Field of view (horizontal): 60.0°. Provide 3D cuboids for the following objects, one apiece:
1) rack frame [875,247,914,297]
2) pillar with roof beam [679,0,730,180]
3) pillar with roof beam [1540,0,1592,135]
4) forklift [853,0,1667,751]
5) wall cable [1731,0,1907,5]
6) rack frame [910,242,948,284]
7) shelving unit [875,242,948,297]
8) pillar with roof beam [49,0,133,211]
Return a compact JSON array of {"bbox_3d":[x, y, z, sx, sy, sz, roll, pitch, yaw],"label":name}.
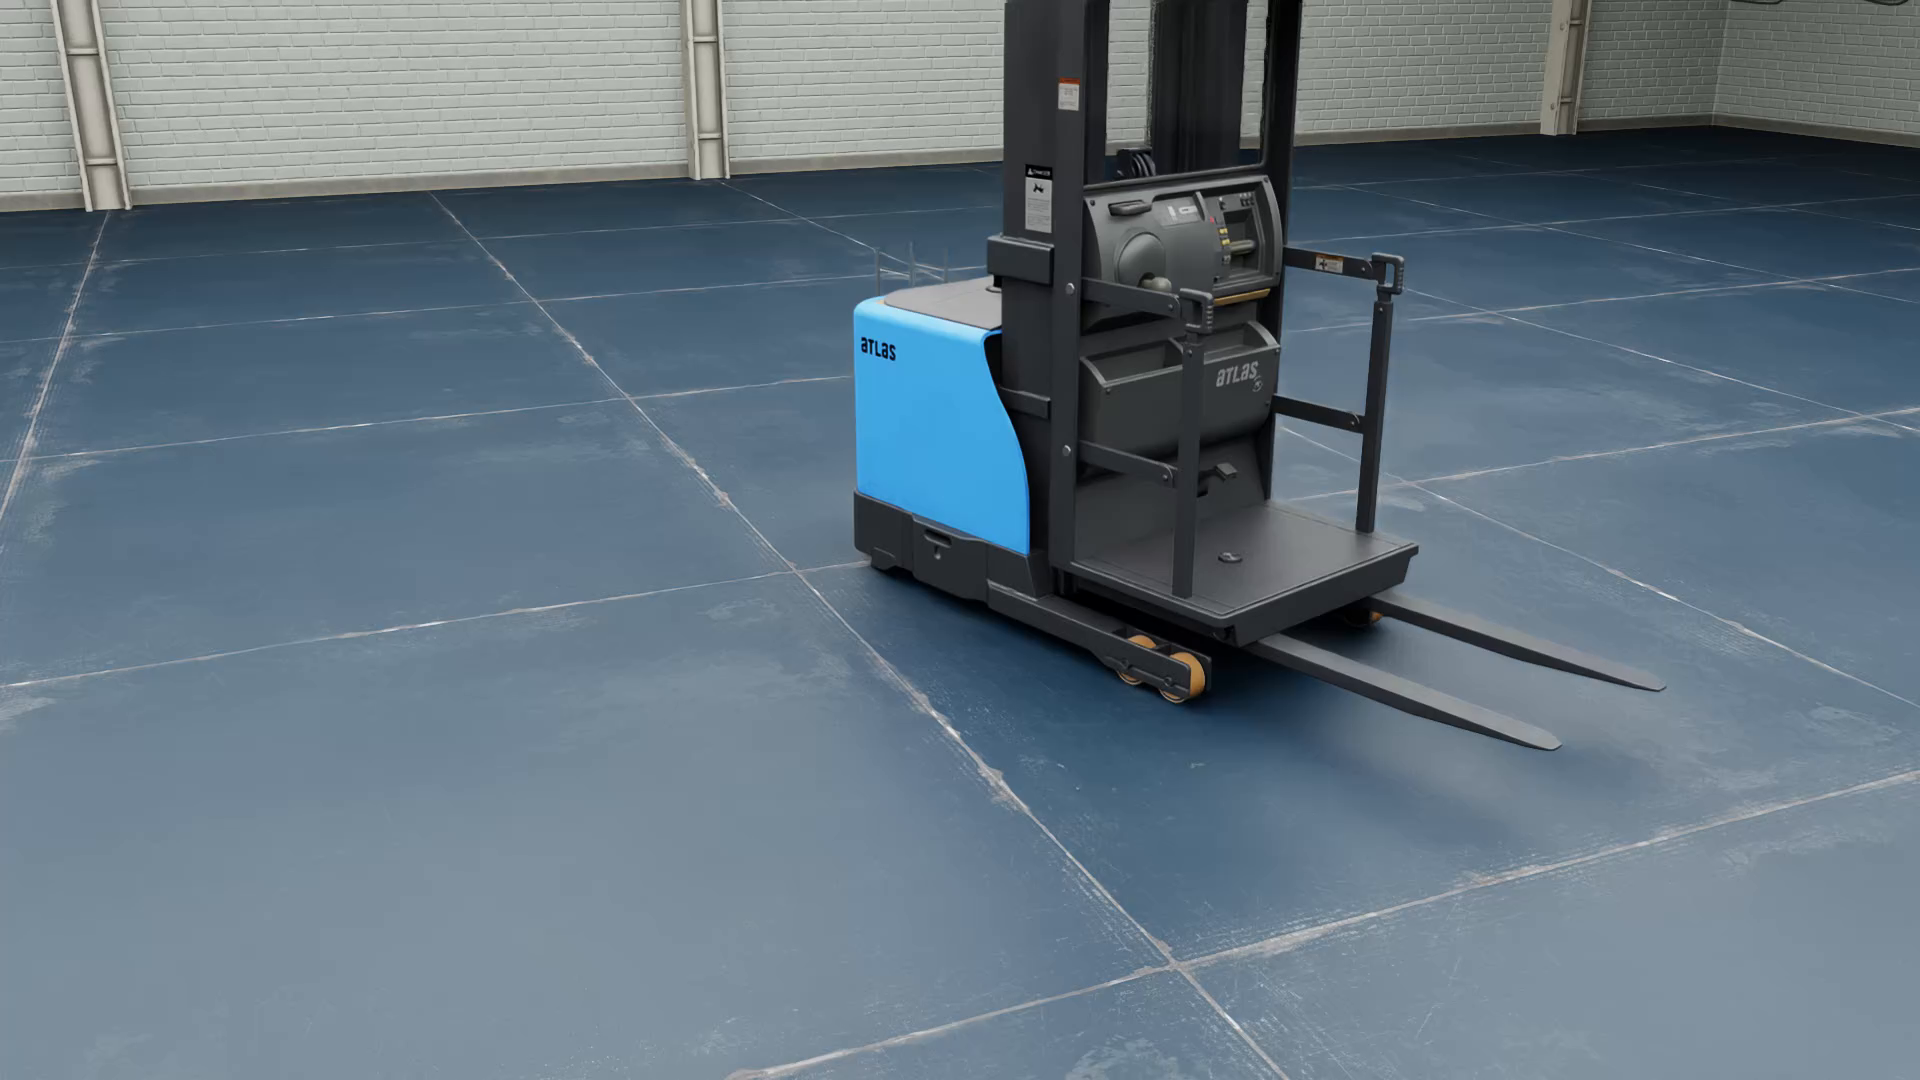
[{"bbox_3d":[-0.267,-0.605,6.933,0.006,1.200,0.240,-16,25,-38],"label":"rack frame"},{"bbox_3d":[-1.076,-6.956,13.229,0.400,9.000,9.100,-8,21,-22],"label":"pillar with roof beam"},{"bbox_3d":[9.942,-8.535,17.712,0.400,9.000,9.100,-8,21,-22],"label":"pillar with roof beam"},{"bbox_3d":[0.920,-1.033,5.543,1.130,2.935,3.031,-16,25,-38],"label":"forklift"},{"bbox_3d":[11.466,-8.367,21.912,0.112,2.526,3.097,-8,21,-22],"label":"wall cable"},{"bbox_3d":[-0.129,-0.645,7.047,0.006,1.200,0.240,-16,25,-38],"label":"rack frame"},{"bbox_3d":[-0.198,-0.625,6.990,0.189,1.200,0.258,-16,25,-38],"label":"shelving unit"},{"bbox_3d":[-6.586,-6.167,10.987,0.400,9.000,9.100,-8,21,-22],"label":"pillar with roof beam"}]
